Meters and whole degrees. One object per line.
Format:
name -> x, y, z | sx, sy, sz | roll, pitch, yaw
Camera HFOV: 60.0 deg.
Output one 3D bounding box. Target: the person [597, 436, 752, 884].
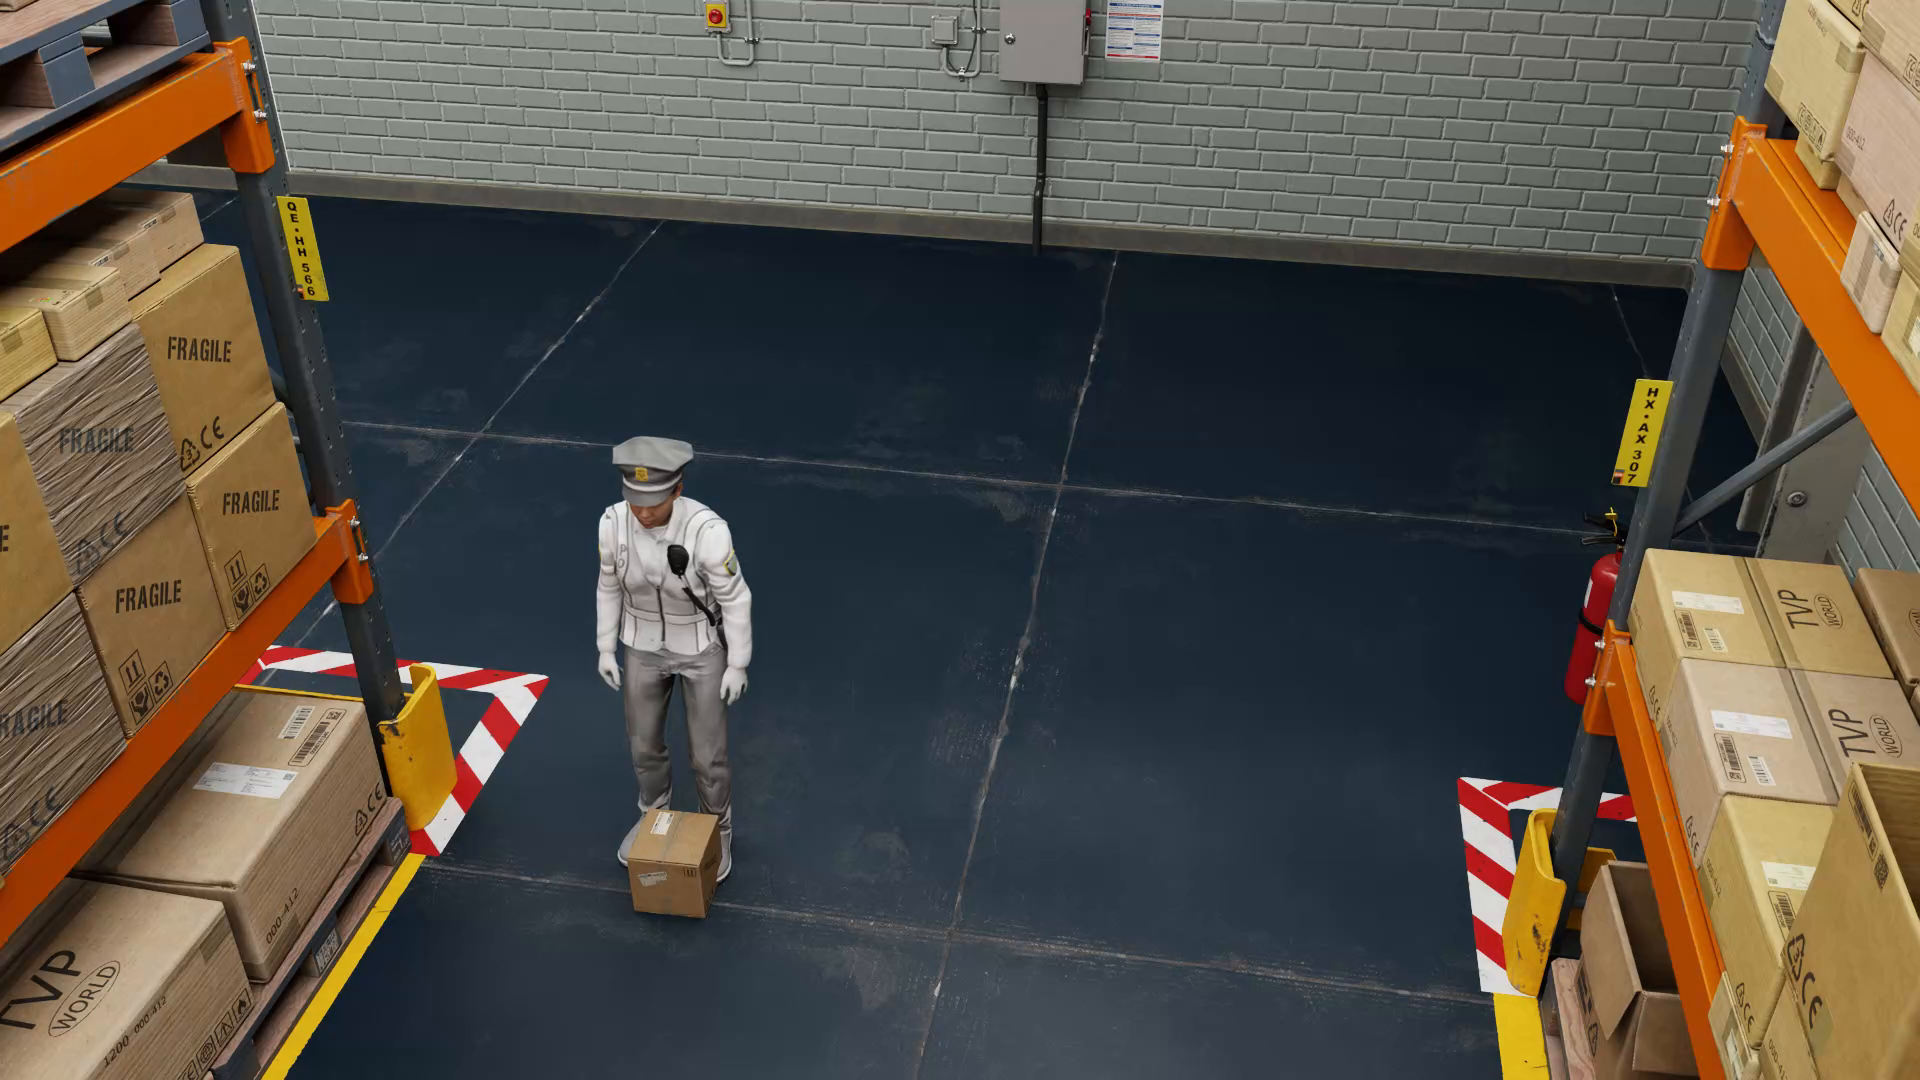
person -> -0.948, 0.394, 5.517 | 0.530, 1.664, 0.404 | 5, 33, 9
